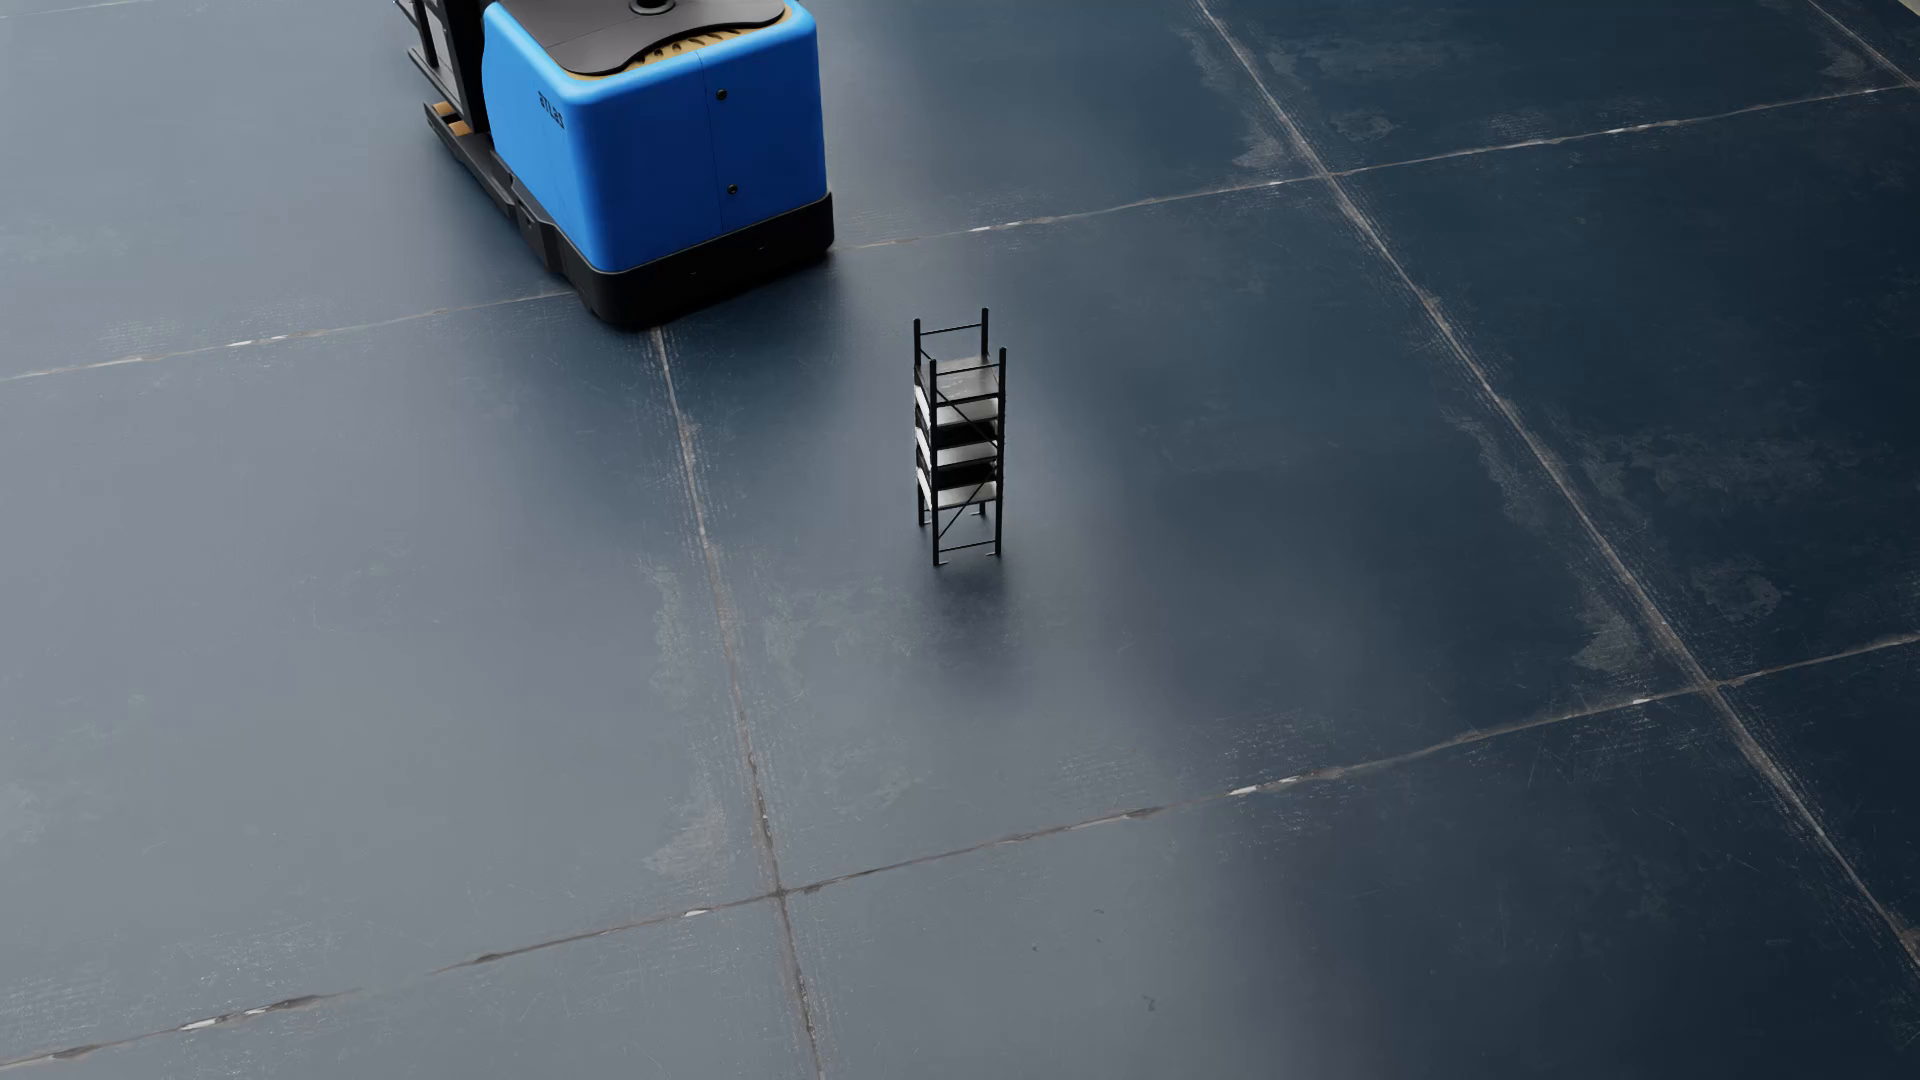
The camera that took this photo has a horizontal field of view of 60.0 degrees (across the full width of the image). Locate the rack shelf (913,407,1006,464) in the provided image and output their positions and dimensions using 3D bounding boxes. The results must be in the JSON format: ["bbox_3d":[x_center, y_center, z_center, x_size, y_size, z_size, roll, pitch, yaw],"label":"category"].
[{"bbox_3d":[-0.002,-0.360,5.394,0.258,0.077,0.200,-11,47,-10],"label":"rack shelf"}]

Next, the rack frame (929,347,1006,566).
[{"bbox_3d":[0.024,-0.250,5.365,0.240,0.900,0.006,-11,47,-10],"label":"rack frame"}]

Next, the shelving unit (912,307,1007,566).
[{"bbox_3d":[-0.002,-0.321,5.434,0.258,0.900,0.210,-11,47,-10],"label":"shelving unit"}]

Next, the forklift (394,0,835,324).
[{"bbox_3d":[-1.750,-2.894,6.534,1.130,2.935,3.031,-25,51,-23],"label":"forklift"}]

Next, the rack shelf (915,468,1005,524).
[{"bbox_3d":[-0.002,-0.171,5.586,0.258,0.077,0.200,-11,47,-10],"label":"rack shelf"}]

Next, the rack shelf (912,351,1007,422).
[{"bbox_3d":[-0.002,-0.486,5.265,0.258,0.077,0.200,-11,47,-10],"label":"rack shelf"}]

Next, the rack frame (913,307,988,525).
[{"bbox_3d":[-0.028,-0.391,5.503,0.240,0.900,0.006,-11,47,-10],"label":"rack frame"}]

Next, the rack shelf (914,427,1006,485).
[{"bbox_3d":[-0.002,-0.297,5.458,0.258,0.077,0.200,-11,47,-10],"label":"rack shelf"}]

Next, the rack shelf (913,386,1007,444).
[{"bbox_3d":[-0.002,-0.423,5.329,0.258,0.077,0.200,-11,47,-10],"label":"rack shelf"}]

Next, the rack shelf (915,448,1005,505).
[{"bbox_3d":[-0.002,-0.234,5.522,0.258,0.077,0.200,-11,47,-10],"label":"rack shelf"}]
